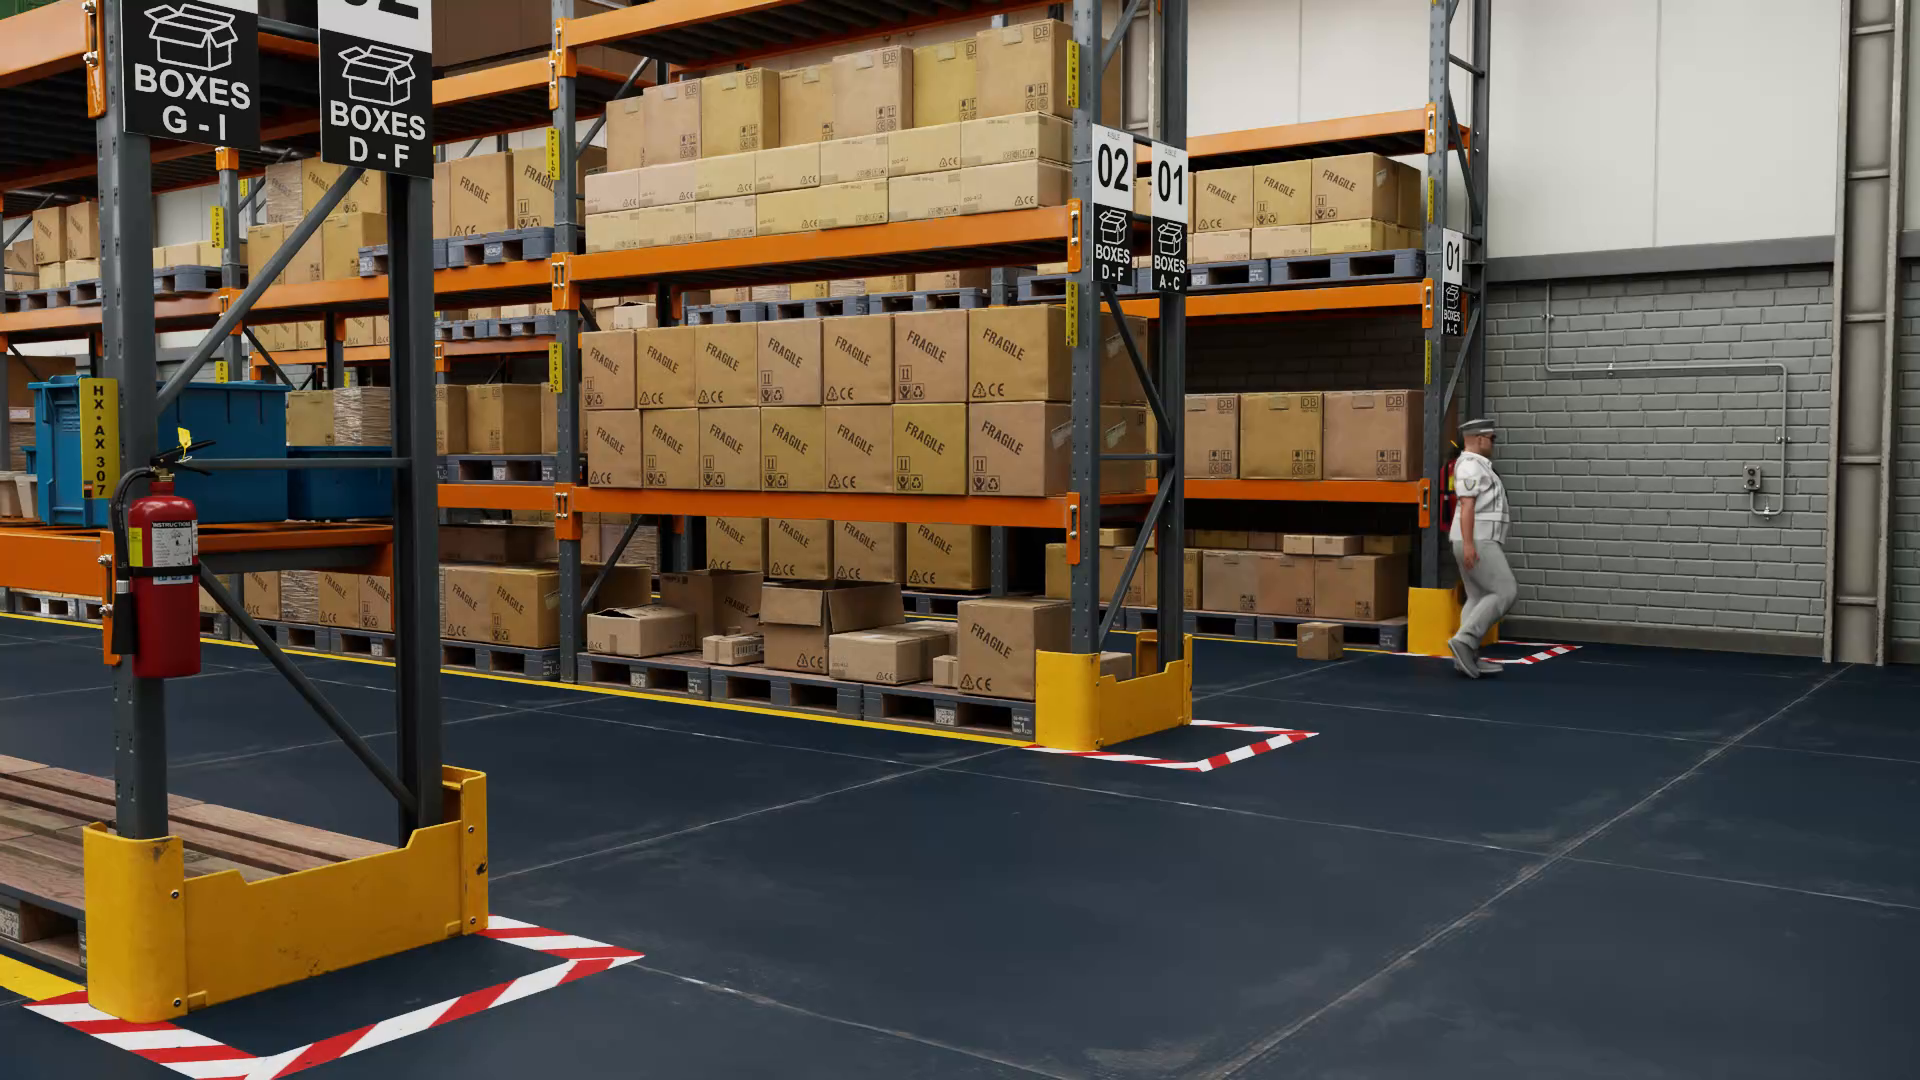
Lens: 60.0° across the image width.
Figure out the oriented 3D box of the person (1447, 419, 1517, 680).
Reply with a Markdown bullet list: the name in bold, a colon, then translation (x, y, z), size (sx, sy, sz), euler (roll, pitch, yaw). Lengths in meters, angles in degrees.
- **person**: translation (3.574, 0.054, 11.368), size (0.461, 1.764, 0.619), euler (1, 3, 19)
